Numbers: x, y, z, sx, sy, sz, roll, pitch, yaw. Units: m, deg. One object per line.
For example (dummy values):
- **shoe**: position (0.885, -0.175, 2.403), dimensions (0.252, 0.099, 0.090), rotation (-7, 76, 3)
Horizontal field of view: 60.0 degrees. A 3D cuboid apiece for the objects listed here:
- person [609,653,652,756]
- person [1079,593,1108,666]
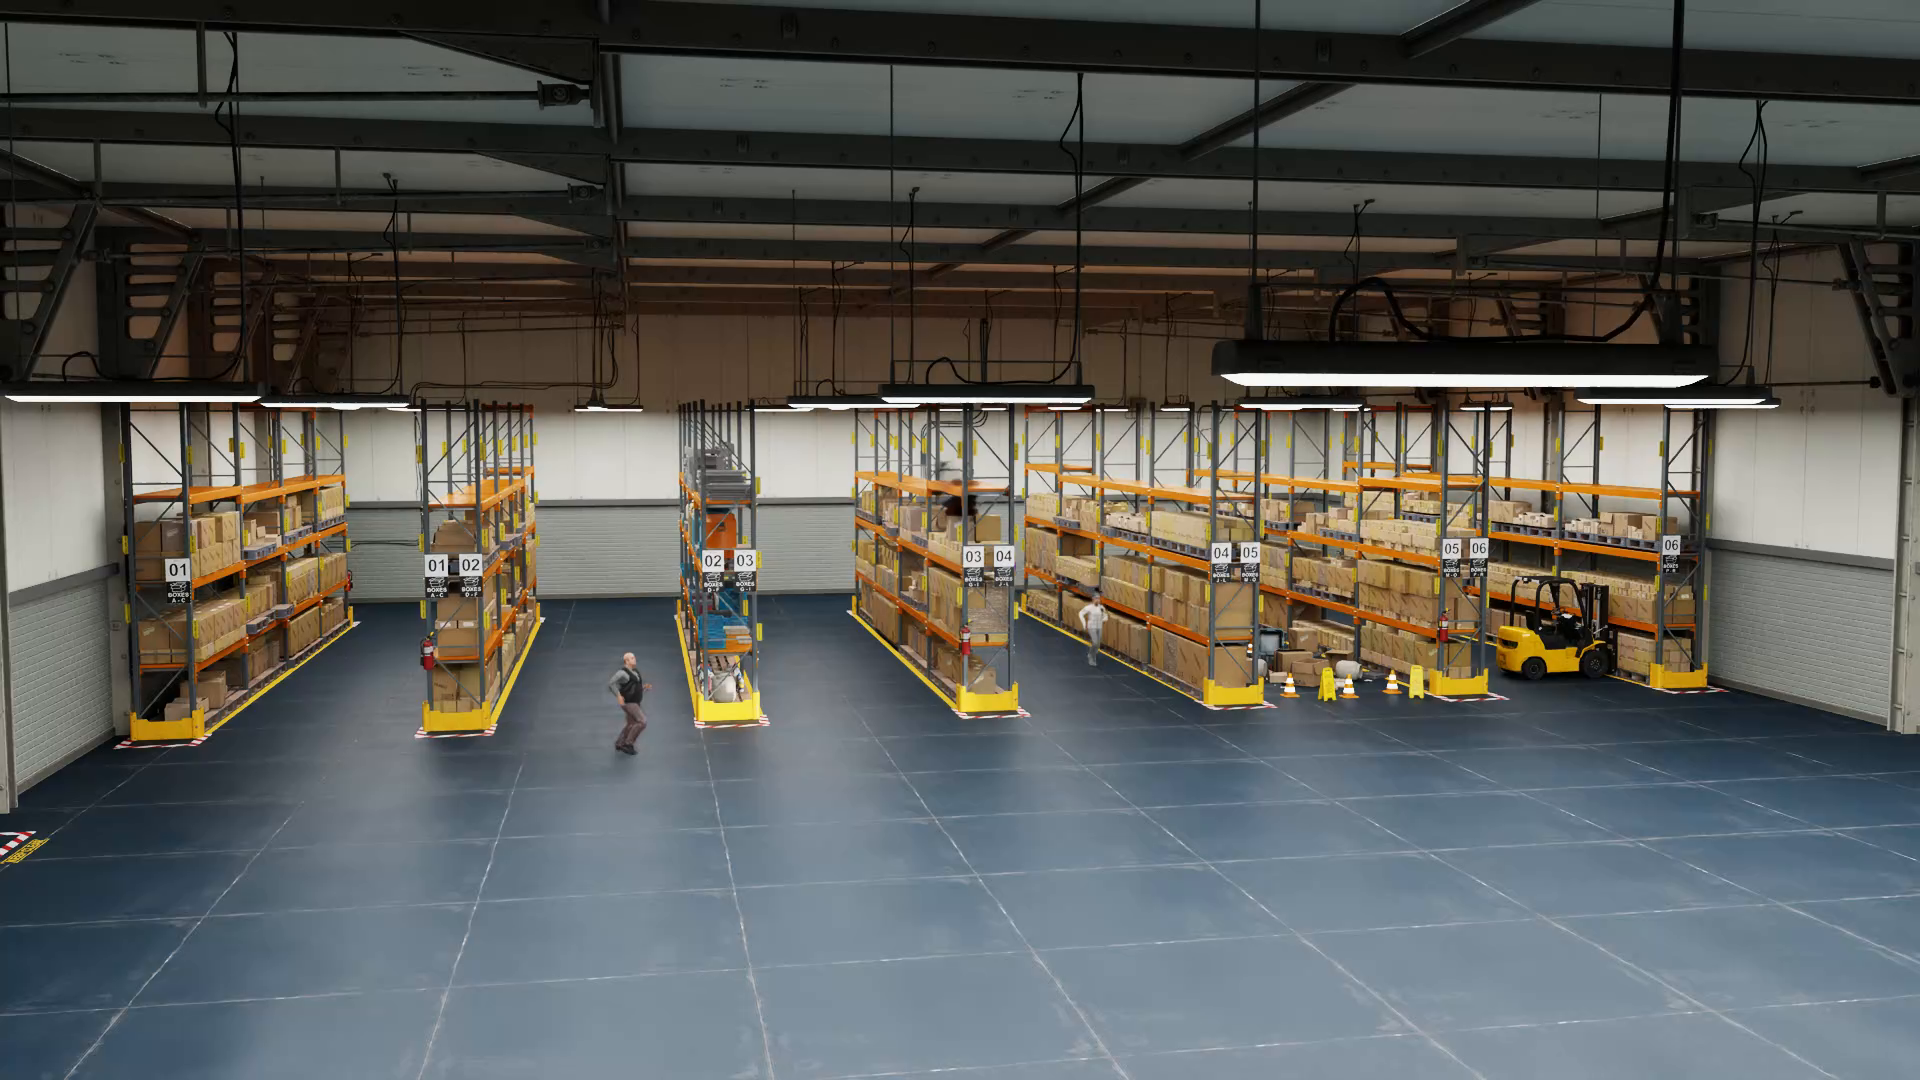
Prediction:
- **person**: position (-5.510, 2.759, 27.936), dimensions (0.703, 1.726, 0.630), rotation (1, 4, 13)
- **person**: position (3.087, 2.025, 37.774), dimensions (0.598, 1.669, 0.605), rotation (-2, 5, -21)
